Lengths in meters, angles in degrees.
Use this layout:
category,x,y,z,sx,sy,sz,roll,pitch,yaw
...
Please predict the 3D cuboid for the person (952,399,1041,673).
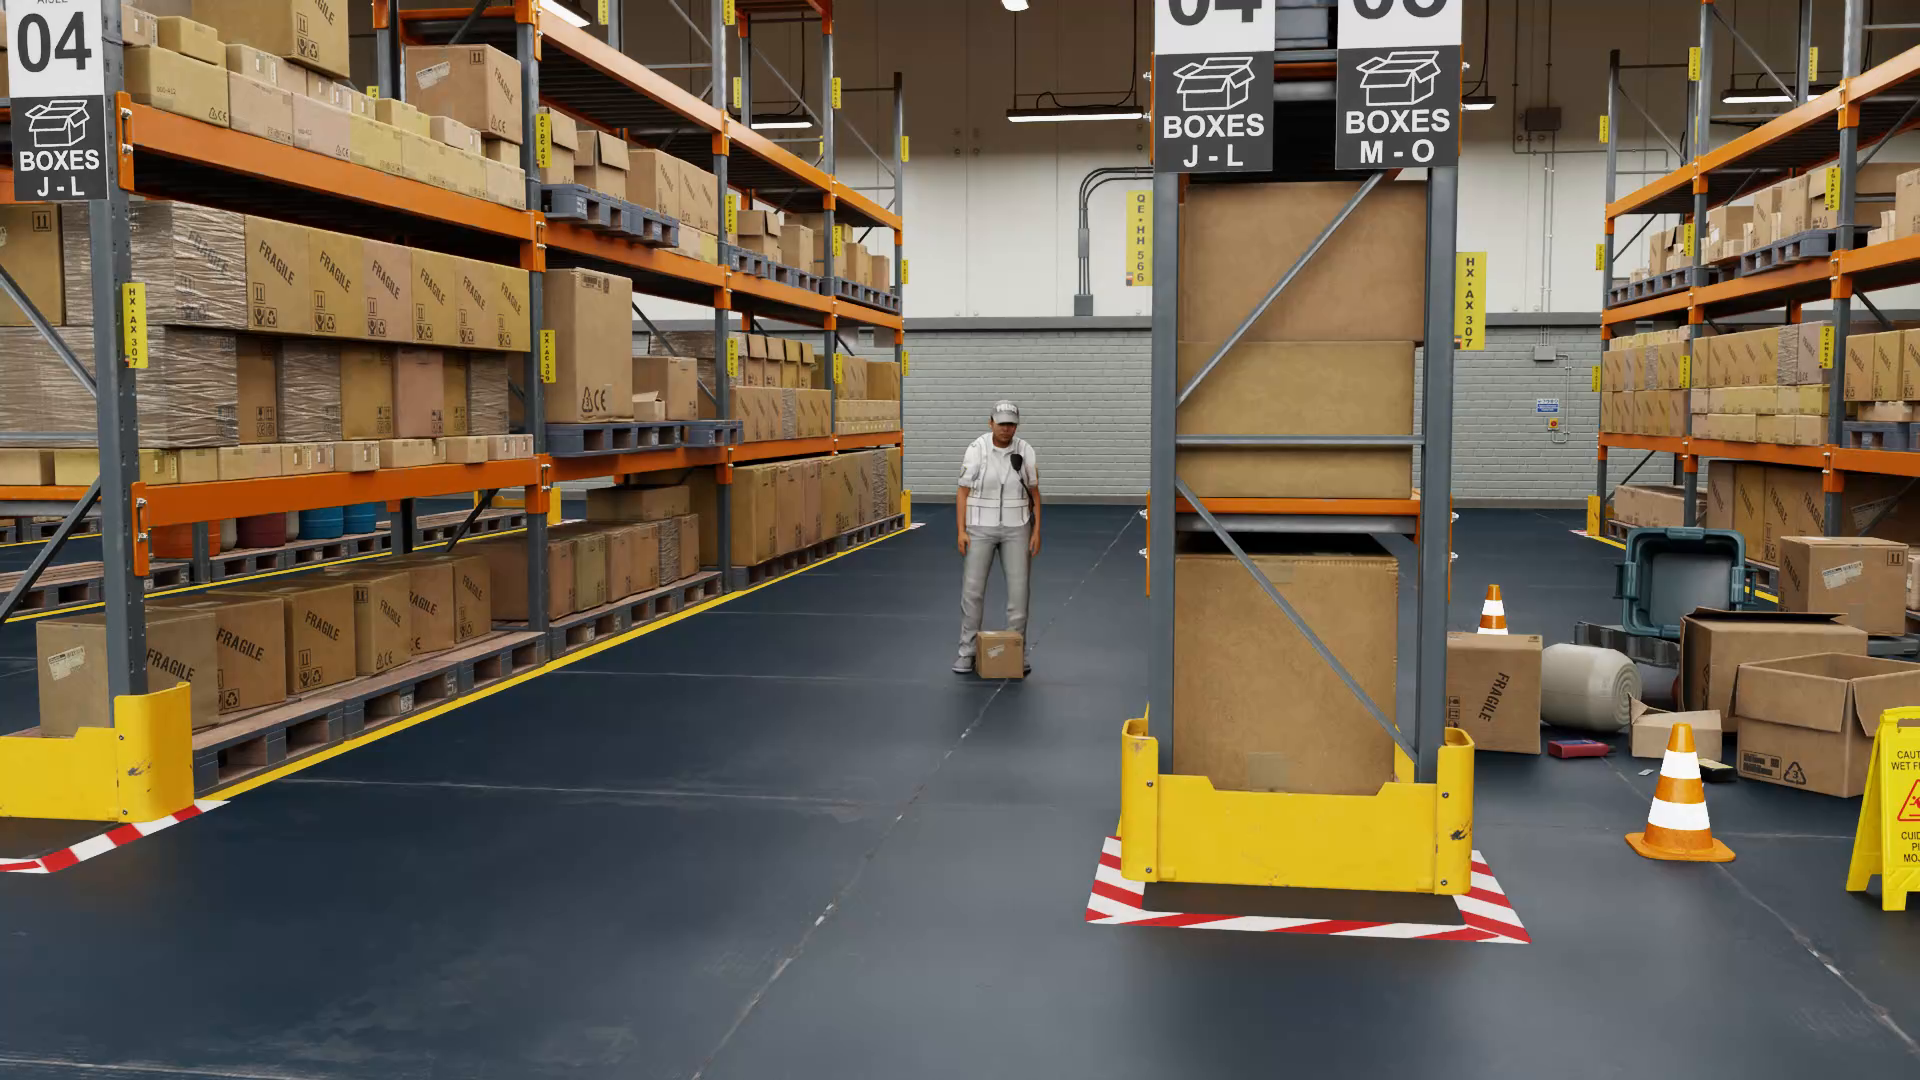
category,x,y,z,sx,sy,sz,roll,pitch,yaw
person,0.226,-0.029,10.224,0.563,1.665,0.471,0,5,-5
